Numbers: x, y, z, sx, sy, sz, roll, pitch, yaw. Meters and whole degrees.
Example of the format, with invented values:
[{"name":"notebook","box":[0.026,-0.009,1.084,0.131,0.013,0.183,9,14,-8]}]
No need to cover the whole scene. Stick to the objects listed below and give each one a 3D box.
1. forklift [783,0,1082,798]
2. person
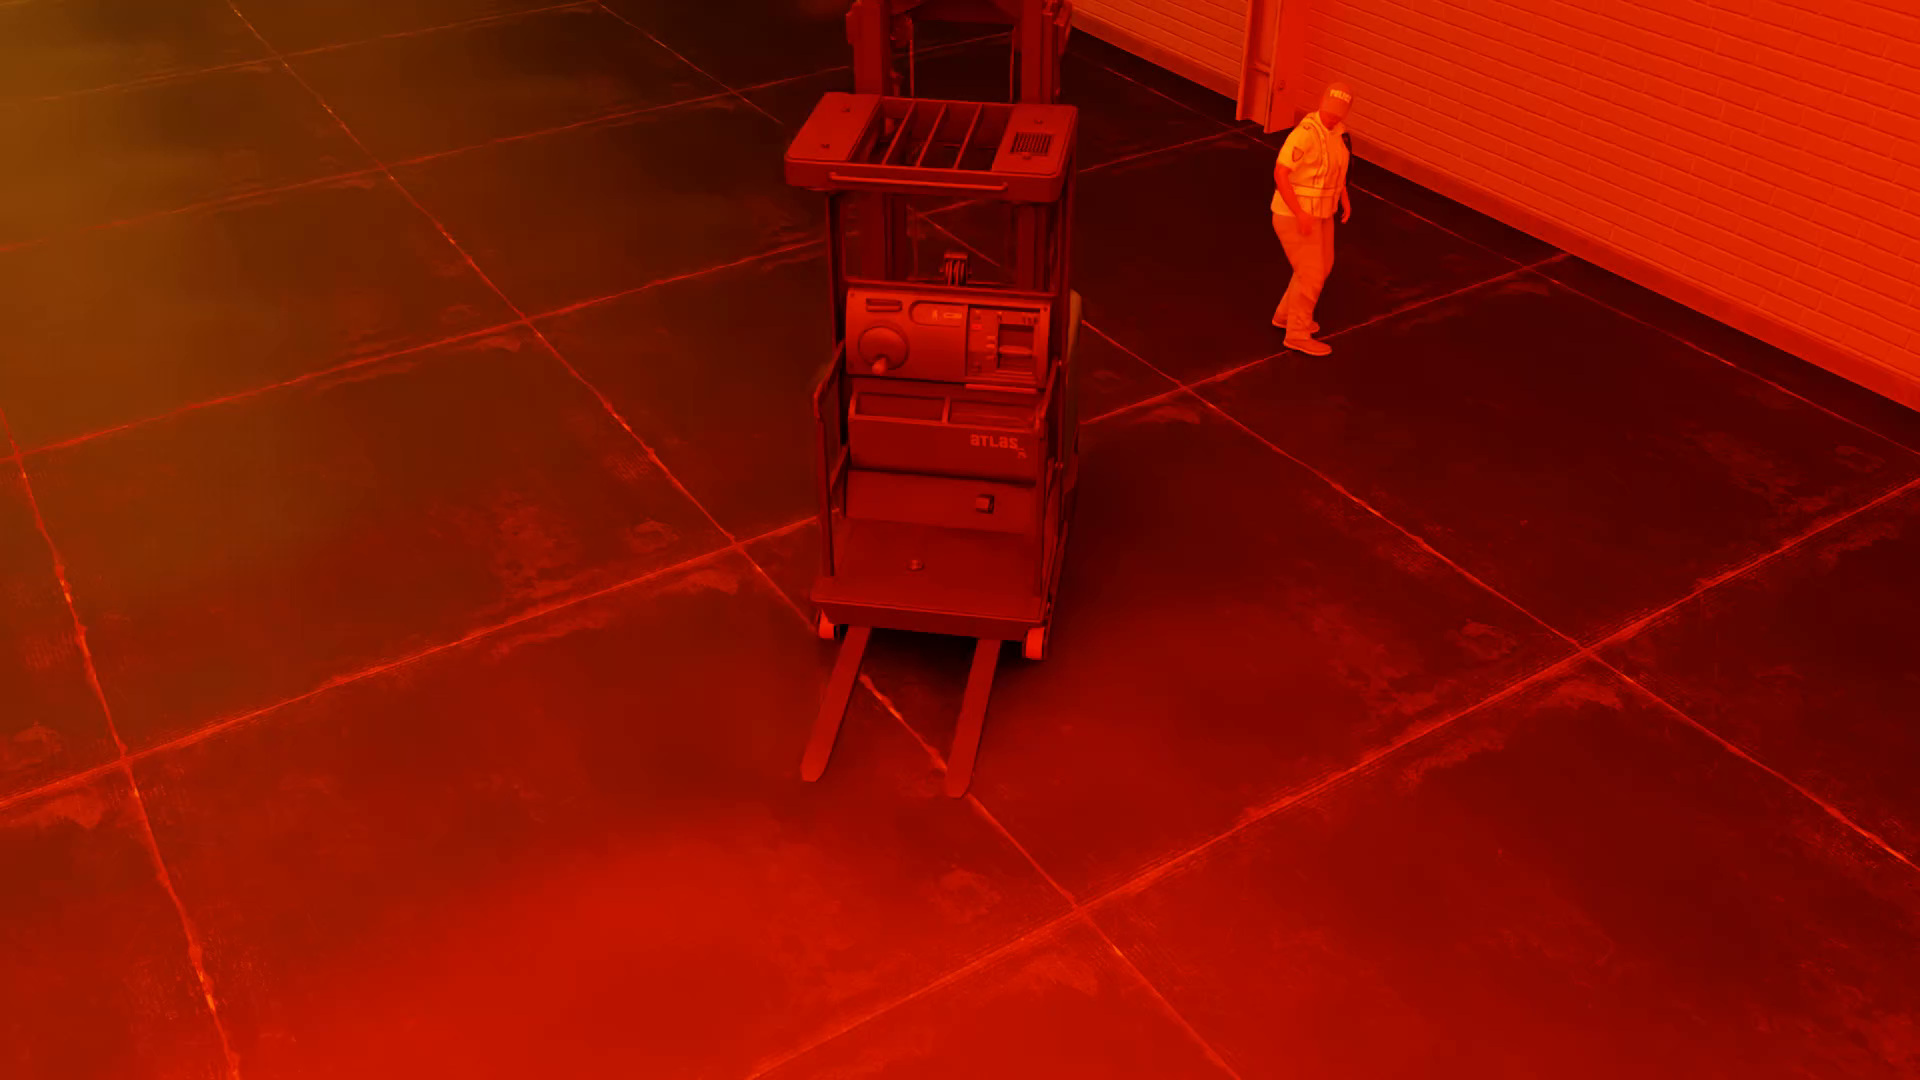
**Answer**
[{"name":"forklift","box":[-0.089,-0.851,7.359,1.130,2.935,3.031,5,35,7]},{"name":"person","box":[2.174,-1.973,10.088,0.512,1.641,0.673,20,40,26]}]
